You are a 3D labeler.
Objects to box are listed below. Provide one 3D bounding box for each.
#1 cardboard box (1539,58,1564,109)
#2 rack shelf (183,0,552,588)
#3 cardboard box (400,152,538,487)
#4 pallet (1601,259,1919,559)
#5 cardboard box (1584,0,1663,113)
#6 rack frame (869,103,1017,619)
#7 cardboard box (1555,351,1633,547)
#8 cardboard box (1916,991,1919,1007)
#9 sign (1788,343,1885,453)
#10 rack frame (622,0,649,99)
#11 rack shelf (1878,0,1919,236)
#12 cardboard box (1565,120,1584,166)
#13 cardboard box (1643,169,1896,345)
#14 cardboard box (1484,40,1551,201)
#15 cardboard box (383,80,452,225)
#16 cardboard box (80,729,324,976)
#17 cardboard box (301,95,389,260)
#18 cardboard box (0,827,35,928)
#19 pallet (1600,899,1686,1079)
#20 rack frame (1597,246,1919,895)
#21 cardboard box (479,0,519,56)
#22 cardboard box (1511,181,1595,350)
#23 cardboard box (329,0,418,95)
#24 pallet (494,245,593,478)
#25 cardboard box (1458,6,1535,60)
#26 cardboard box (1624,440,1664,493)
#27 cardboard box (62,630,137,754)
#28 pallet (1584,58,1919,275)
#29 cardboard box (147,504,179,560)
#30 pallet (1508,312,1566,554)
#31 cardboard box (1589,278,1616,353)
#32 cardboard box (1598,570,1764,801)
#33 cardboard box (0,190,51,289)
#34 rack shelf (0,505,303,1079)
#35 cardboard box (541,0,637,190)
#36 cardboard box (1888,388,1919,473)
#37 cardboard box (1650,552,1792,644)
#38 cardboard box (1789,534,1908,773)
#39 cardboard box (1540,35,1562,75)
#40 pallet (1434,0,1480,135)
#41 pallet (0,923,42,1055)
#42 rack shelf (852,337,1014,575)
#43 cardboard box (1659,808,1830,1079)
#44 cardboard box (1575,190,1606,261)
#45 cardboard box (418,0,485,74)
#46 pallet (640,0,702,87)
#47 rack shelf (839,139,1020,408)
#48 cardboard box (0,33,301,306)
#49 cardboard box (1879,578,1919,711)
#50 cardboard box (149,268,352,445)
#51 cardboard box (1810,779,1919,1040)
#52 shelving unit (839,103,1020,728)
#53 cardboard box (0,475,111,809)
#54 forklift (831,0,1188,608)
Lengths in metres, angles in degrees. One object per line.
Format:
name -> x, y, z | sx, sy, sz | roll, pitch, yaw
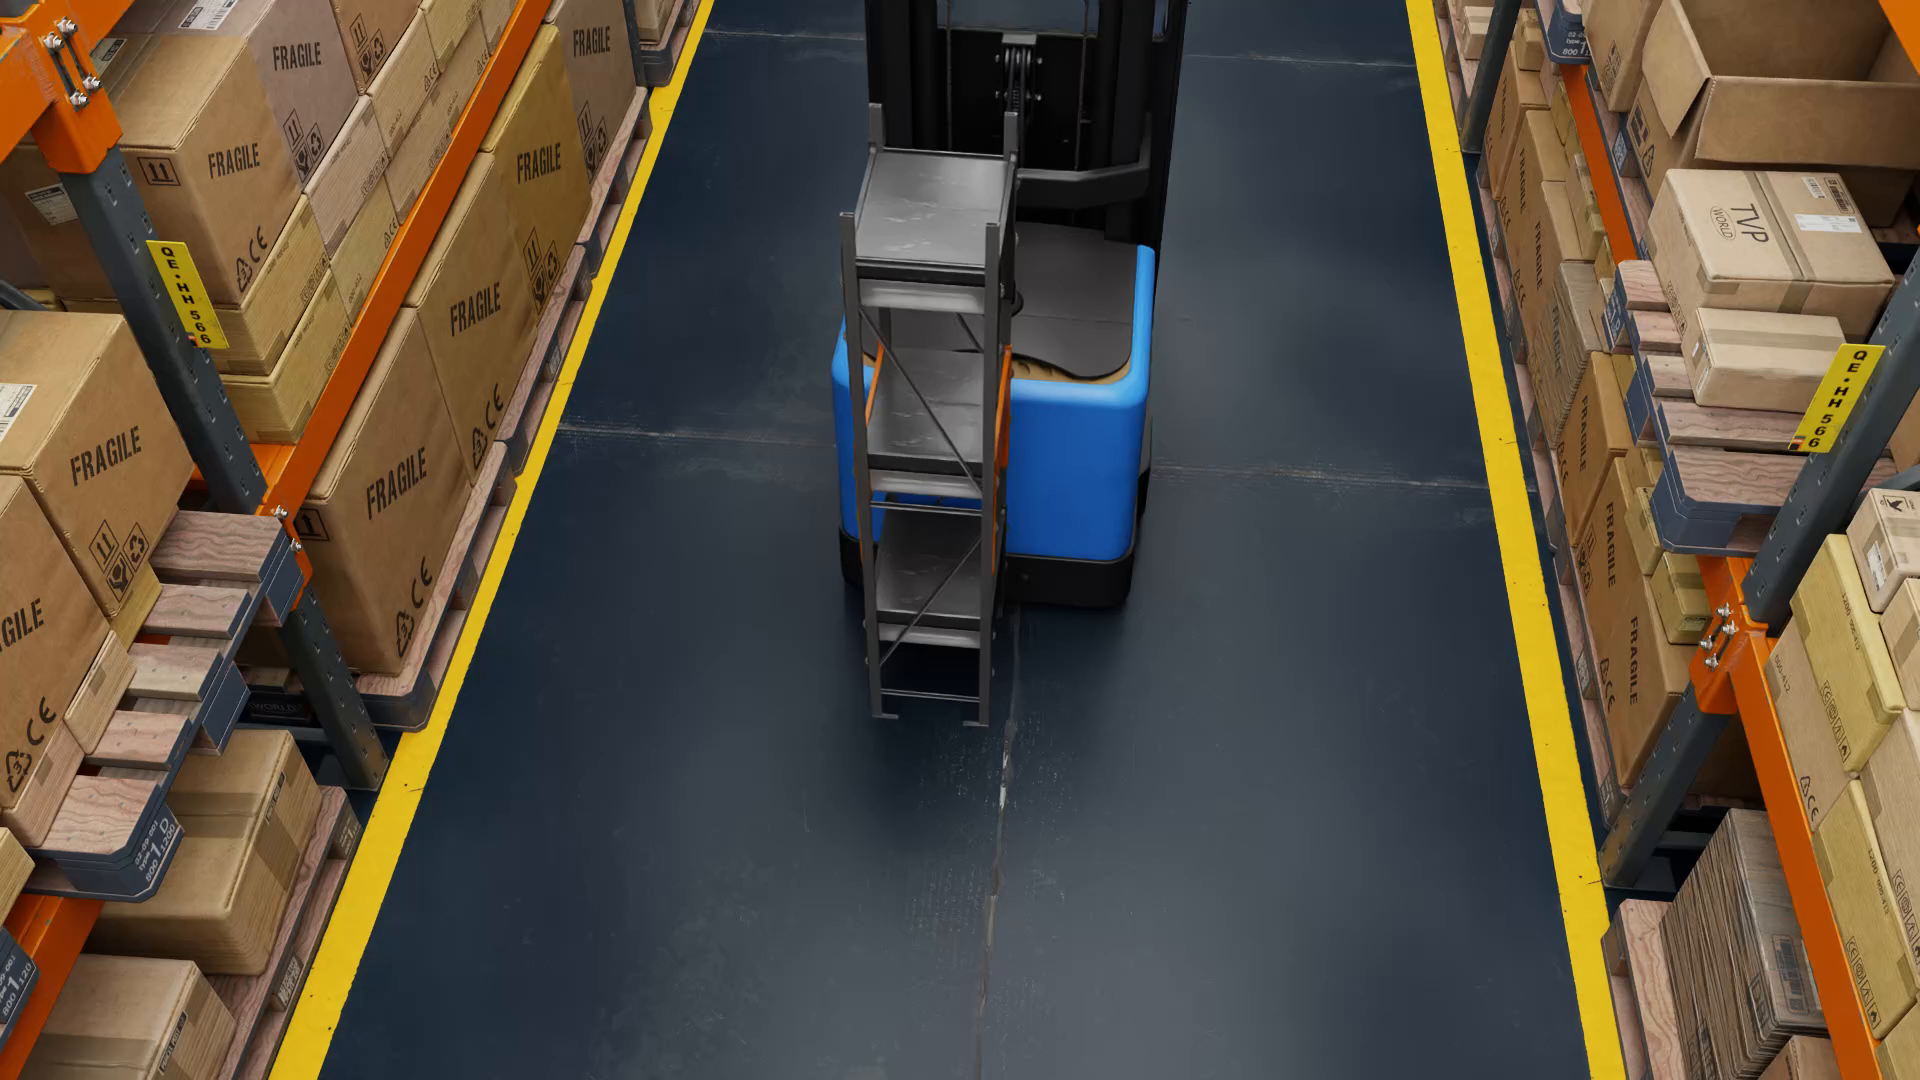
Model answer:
cardboard box -> 2.651, -1.927, 6.949 | 0.380, 0.149, 0.250 | 3, 48, 2
rack shelf -> -2.229, -1.483, 6.061 | 1.077, 0.370, 4.000 | 4, 48, 4
cardboard box -> -2.180, -0.837, 6.138 | 0.875, 0.875, 0.875 | 4, 48, 4
pallet -> 2.524, -0.363, 4.679 | 1.213, 0.211, 1.003 | 4, 48, 4
cardboard box -> 2.511, -1.742, 5.458 | 0.700, 0.500, 0.500 | 4, 48, 3
rack frame -> -0.046, -0.447, 5.236 | 0.400, 2.100, 0.015 | 5, 48, 4
cardboard box -> 2.458, -0.300, 5.901 | 0.500, 0.500, 0.500 | 6, 48, 5
cardboard box -> 2.136, 1.018, 3.049 | 0.500, 0.250, 0.500 | 3, 48, 3
sign -> 1.991, -0.318, 3.777 | 0.100, 0.325, 0.005 | 4, 48, 4
rack frame -> -2.047, -3.195, 7.139 | 1.000, 3.000, 0.127 | 4, 48, 4
rack shelf -> 2.714, -2.164, 4.651 | 1.077, 0.370, 4.000 | 4, 48, 4
cardboard box -> 2.627, -1.535, 6.591 | 0.380, 0.149, 0.250 | 3, 48, 3
cardboard box -> 2.306, -0.813, 4.778 | 0.500, 0.250, 0.500 | 2, 48, 2
cardboard box -> 2.629, -1.822, 7.293 | 0.500, 0.500, 0.500 | 6, 48, 5
cardboard box -> -2.033, -1.311, 5.518 | 0.500, 0.250, 0.500 | 5, 48, 5
cardboard box -> -2.473, 0.904, 4.887 | 0.950, 0.372, 0.625 | 1, 48, 1
cardboard box -> -2.071, -1.109, 4.995 | 0.500, 0.250, 0.500 | 5, 48, 4
cardboard box -> -2.180, 0.722, 3.443 | 0.380, 0.149, 0.250 | 5, 48, 4
pallet -> 2.418, 1.619, 4.626 | 1.003, 0.211, 1.213 | 4, 48, 4
rack frame -> 2.532, 0.075, 4.148 | 1.000, 3.000, 0.127 | 4, 48, 4
cardboard box -> -1.949, -2.054, 6.198 | 0.500, 0.250, 0.500 | 3, 48, 2
cardboard box -> 2.540, -1.063, 6.599 | 0.500, 0.500, 0.500 | 3, 48, 2
cardboard box -> -2.025, -1.717, 5.042 | 0.500, 0.500, 0.500 | 5, 48, 5
pallet -> -2.151, -0.783, 6.823 | 1.003, 0.211, 1.213 | 4, 48, 4
cardboard box -> 2.655, -2.473, 8.126 | 0.380, 0.149, 0.250 | 3, 48, 2
cardboard box -> 2.387, -0.215, 5.383 | 0.380, 0.149, 0.250 | 2, 48, 2
cardboard box -> -2.138, 0.334, 3.797 | 0.380, 0.149, 0.250 | 4, 48, 3
pallet -> 2.705, -1.289, 5.526 | 1.003, 0.211, 1.213 | 4, 48, 4
cardboard box -> -2.207, -0.056, 4.154 | 0.380, 0.149, 0.250 | 5, 48, 5
pallet -> 2.752, -0.424, 6.494 | 1.003, 0.211, 1.213 | 4, 48, 4
cardboard box -> 2.474, -0.794, 5.913 | 0.380, 0.149, 0.250 | 2, 48, 2
cardboard box -> 2.357, 0.452, 5.213 | 0.500, 0.500, 0.500 | 5, 48, 5
cardboard box -> -2.625, -1.024, 4.409 | 0.500, 0.500, 0.500 | 3, 48, 2
rack shelf -> -2.594, 1.457, 3.372 | 1.077, 0.370, 4.000 | 4, 48, 4
cardboard box -> -2.024, -2.159, 7.347 | 0.875, 0.875, 0.875 | 5, 48, 5
cardboard box -> 2.735, -0.468, 4.293 | 0.500, 0.500, 0.500 | 6, 48, 5
cardboard box -> 2.325, 0.178, 5.024 | 0.380, 0.149, 0.250 | 2, 48, 2
cardboard box -> 2.224, 0.265, 3.737 | 0.500, 0.250, 0.500 | 4, 48, 3
cardboard box -> 2.623, -2.041, 6.853 | 0.380, 0.149, 0.250 | 2, 48, 2
pallet -> 2.960, -2.427, 8.327 | 1.003, 0.211, 1.213 | 4, 48, 4
pallet -> -2.551, 1.267, 3.189 | 1.003, 0.211, 1.213 | 4, 48, 4
rack shelf -> -0.073, -0.259, 5.082 | 0.431, 0.518, 0.480 | 5, 48, 4
cardboard box -> 2.462, 1.193, 4.451 | 0.875, 0.625, 0.625 | 5, 48, 5
cardboard box -> 2.542, -1.171, 6.259 | 0.380, 0.149, 0.250 | 5, 48, 5
cardboard box -> -1.954, -1.846, 5.669 | 0.500, 0.250, 0.500 | 5, 48, 4
pallet -> -1.899, -2.807, 8.675 | 1.003, 0.211, 1.213 | 4, 48, 4
rack shelf -> -0.073, -0.731, 4.566 | 0.431, 0.518, 0.480 | 5, 48, 4
cardboard box -> -2.123, -0.973, 4.362 | 0.500, 0.500, 0.500 | 2, 48, 2
cardboard box -> 2.187, 0.233, 3.496 | 0.380, 0.149, 0.250 | 5, 48, 4
cardboard box -> -2.116, -0.548, 4.820 | 0.500, 0.250, 0.500 | 3, 48, 3
cardboard box -> 2.198, 0.805, 3.583 | 0.500, 0.250, 0.500 | 3, 48, 3
shelving unit -> -0.073, -0.268, 5.072 | 0.431, 2.100, 0.503 | 5, 48, 4
cardboard box -> -2.212, 0.202, 3.479 | 0.500, 0.500, 0.500 | 3, 48, 3
forklift -> 0.248, -1.844, 5.950 | 1.130, 2.935, 3.031 | 5, 48, 4
